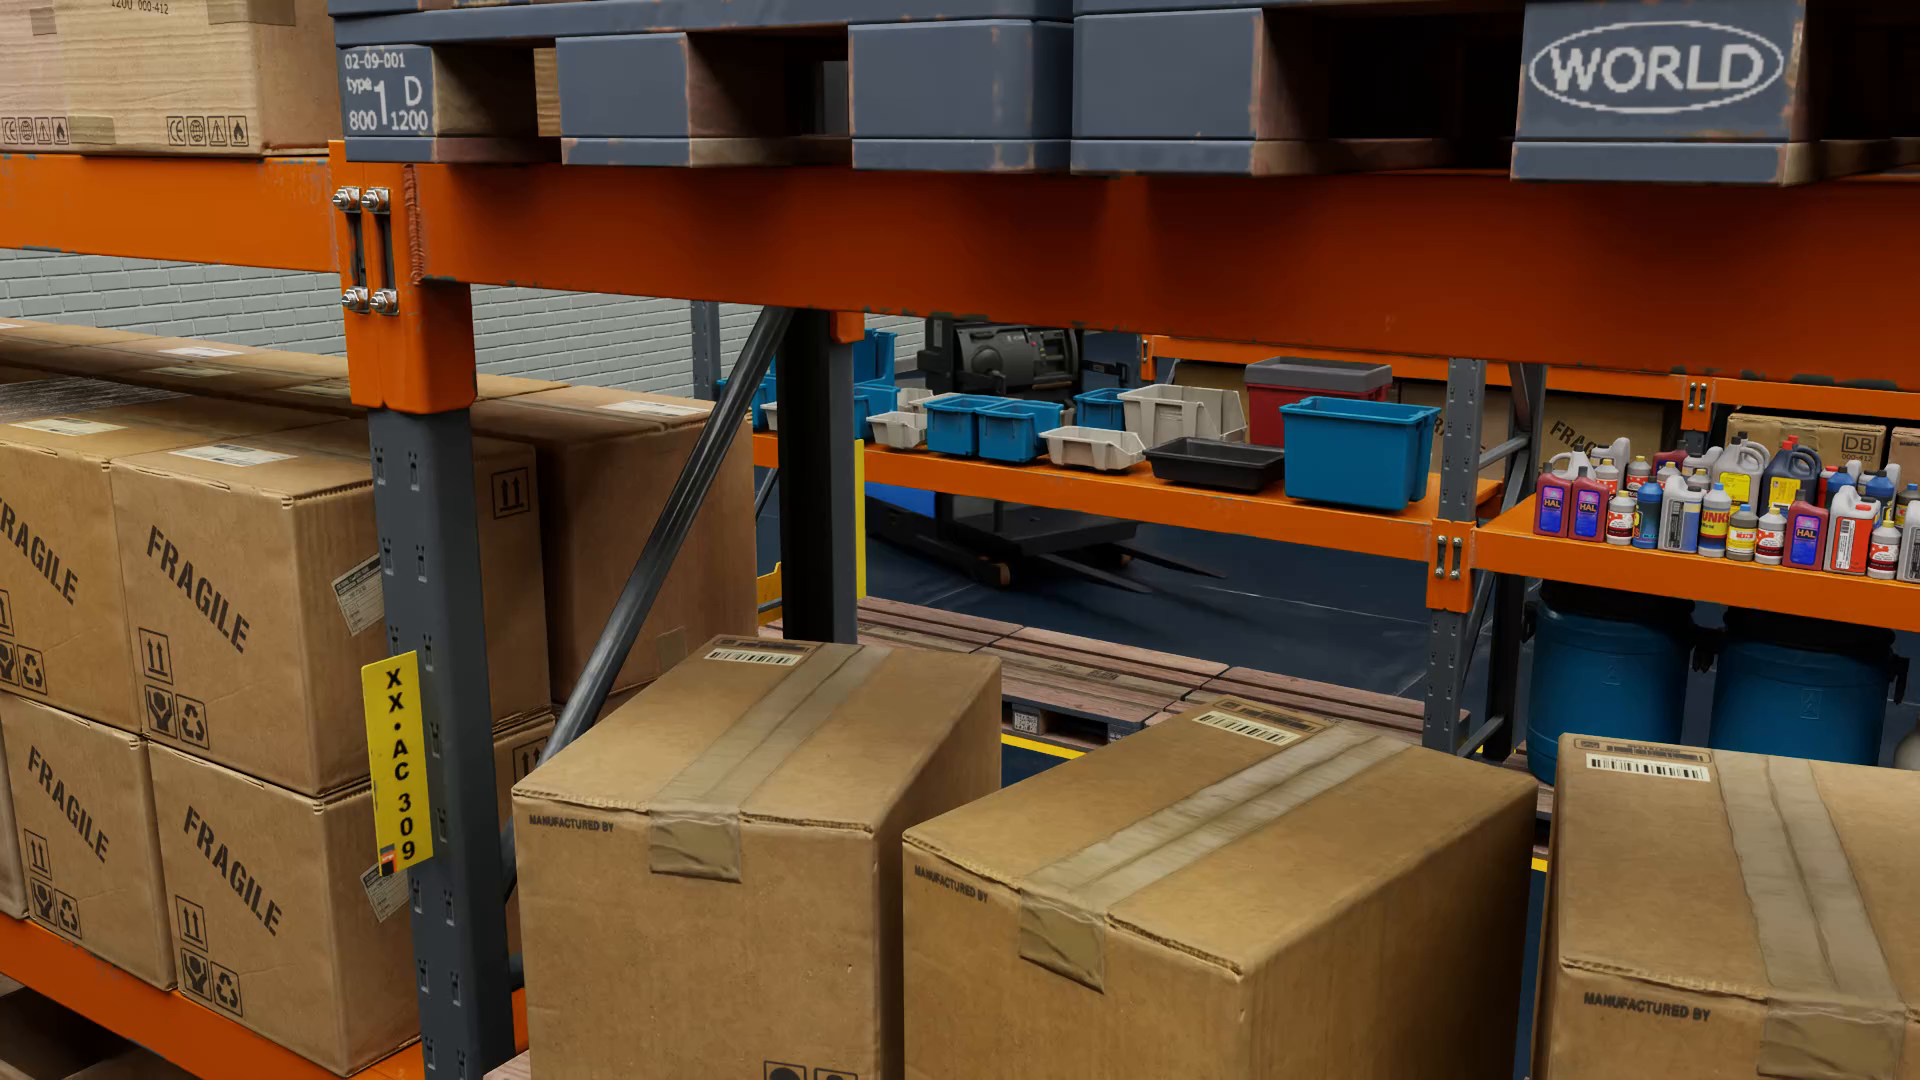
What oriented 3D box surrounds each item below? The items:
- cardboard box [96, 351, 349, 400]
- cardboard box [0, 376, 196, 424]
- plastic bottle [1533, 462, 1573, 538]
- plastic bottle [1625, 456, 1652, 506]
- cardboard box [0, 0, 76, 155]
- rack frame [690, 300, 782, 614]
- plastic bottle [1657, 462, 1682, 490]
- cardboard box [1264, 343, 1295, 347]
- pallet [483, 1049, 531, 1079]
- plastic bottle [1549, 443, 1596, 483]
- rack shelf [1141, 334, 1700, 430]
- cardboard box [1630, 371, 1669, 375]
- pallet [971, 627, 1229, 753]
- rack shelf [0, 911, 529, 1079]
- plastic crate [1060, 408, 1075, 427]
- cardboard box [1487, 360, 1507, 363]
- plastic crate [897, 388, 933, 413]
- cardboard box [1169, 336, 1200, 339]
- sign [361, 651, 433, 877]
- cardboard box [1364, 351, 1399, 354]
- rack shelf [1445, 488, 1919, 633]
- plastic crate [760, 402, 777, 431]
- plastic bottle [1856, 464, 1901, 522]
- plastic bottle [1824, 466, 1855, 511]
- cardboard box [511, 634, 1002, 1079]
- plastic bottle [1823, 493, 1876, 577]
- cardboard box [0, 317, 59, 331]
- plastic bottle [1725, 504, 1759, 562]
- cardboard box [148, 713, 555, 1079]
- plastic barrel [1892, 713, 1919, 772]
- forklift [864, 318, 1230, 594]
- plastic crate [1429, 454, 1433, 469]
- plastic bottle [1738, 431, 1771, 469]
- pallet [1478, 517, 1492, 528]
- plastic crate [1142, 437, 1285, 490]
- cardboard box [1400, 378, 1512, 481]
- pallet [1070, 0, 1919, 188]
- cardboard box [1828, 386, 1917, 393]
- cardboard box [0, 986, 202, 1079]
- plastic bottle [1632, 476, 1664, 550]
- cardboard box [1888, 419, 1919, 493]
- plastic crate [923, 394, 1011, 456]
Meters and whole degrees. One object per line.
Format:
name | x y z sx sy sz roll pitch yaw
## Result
cardboard box | -1.616 -0.151 3.901 0.500 0.500 0.500 9 16 31
cardboard box | -1.937 -0.045 3.476 0.500 0.500 0.500 9 17 33
plastic bottle | 2.306 -0.156 6.453 0.133 0.283 0.061 9 17 33
plastic bottle | 2.859 -0.252 7.011 0.097 0.201 0.097 0 14 0
cardboard box | -1.489 -0.824 2.980 0.500 0.250 0.500 9 17 33
rack frame | -1.079 -0.883 9.148 0.127 3.000 1.000 9 17 33
plastic bottle | 2.935 -0.222 6.890 0.097 0.201 0.097 0 14 0
cardboard box | 2.439 -1.532 12.293 0.250 0.149 0.380 9 16 32
pallet | 0.074 0.863 2.496 1.213 0.211 1.003 9 17 33
plastic bottle | 2.385 -0.206 6.514 0.185 0.351 0.144 9 17 33
rack shelf | 3.345 -1.253 12.141 4.000 0.370 1.077 9 17 33
cardboard box | 4.568 -1.188 10.902 0.250 0.149 0.380 9 17 33
pallet | 0.592 0.753 8.344 1.213 0.211 1.003 9 17 33
rack shelf | -2.187 0.721 4.164 4.000 0.370 1.077 9 17 33
plastic crate | 0.432 -0.601 8.432 0.250 0.136 0.298 9 17 33
cardboard box | 3.714 -1.326 11.460 0.250 0.149 0.380 10 17 34
plastic crate | -0.302 -0.711 8.877 0.243 0.136 0.396 9 17 33
cardboard box | 1.795 -1.635 12.710 0.250 0.149 0.380 9 17 33
sign | -0.824 0.329 2.448 0.005 0.325 0.100 9 17 33
cardboard box | 3.072 -1.429 11.878 0.250 0.149 0.380 9 16 31
rack shelf | 3.899 0.271 5.984 4.000 0.370 1.077 9 17 33
plastic crate | -0.838 -0.626 8.534 0.298 0.136 0.250 9 17 33
plastic bottle | 3.580 -0.163 6.499 0.135 0.276 0.152 9 17 33
plastic bottle | 3.415 -0.152 6.462 0.097 0.271 0.097 0 14 0
cardboard box | -0.260 0.496 2.494 0.500 0.500 0.700 4 14 14
plastic bottle | 3.180 -0.024 5.937 0.135 0.276 0.152 9 17 33
cardboard box | -2.904 -0.357 4.736 0.500 0.500 0.500 10 17 34
plastic bottle | 2.877 -0.029 6.112 0.097 0.201 0.097 0 14 0
cardboard box | -1.086 0.576 3.046 0.500 0.500 0.500 10 17 34
plastic barrel | 3.688 0.922 6.160 0.421 0.512 0.421 0 14 0
forklift | 0.503 -1.244 10.750 1.130 2.935 3.031 -9 17 -33
plastic crate | 1.933 -0.339 7.373 0.243 0.136 0.396 9 17 33
plastic bottle | 3.185 -0.265 6.753 0.185 0.351 0.144 9 17 33
pallet | 4.417 -0.098 11.781 1.213 0.211 1.003 9 17 33
plastic crate | 1.161 -0.339 7.397 0.590 0.125 0.437 9 17 33
cardboard box | 3.754 -0.732 12.085 0.875 0.875 0.875 9 17 33
pallet | 0.836 -0.484 1.687 1.003 0.211 1.213 9 17 33
cardboard box | 5.664 -1.204 10.237 0.500 0.500 0.500 9 17 33
cardboard box | -2.090 1.388 4.254 0.637 0.503 0.797 9 17 33
plastic bottle | 2.603 -0.107 6.282 0.097 0.271 0.097 0 14 0
cardboard box | 6.288 -0.305 10.362 0.875 0.875 1.225 9 16 31
plastic crate | 0.034 -0.556 8.049 0.300 0.233 0.416 9 17 33
